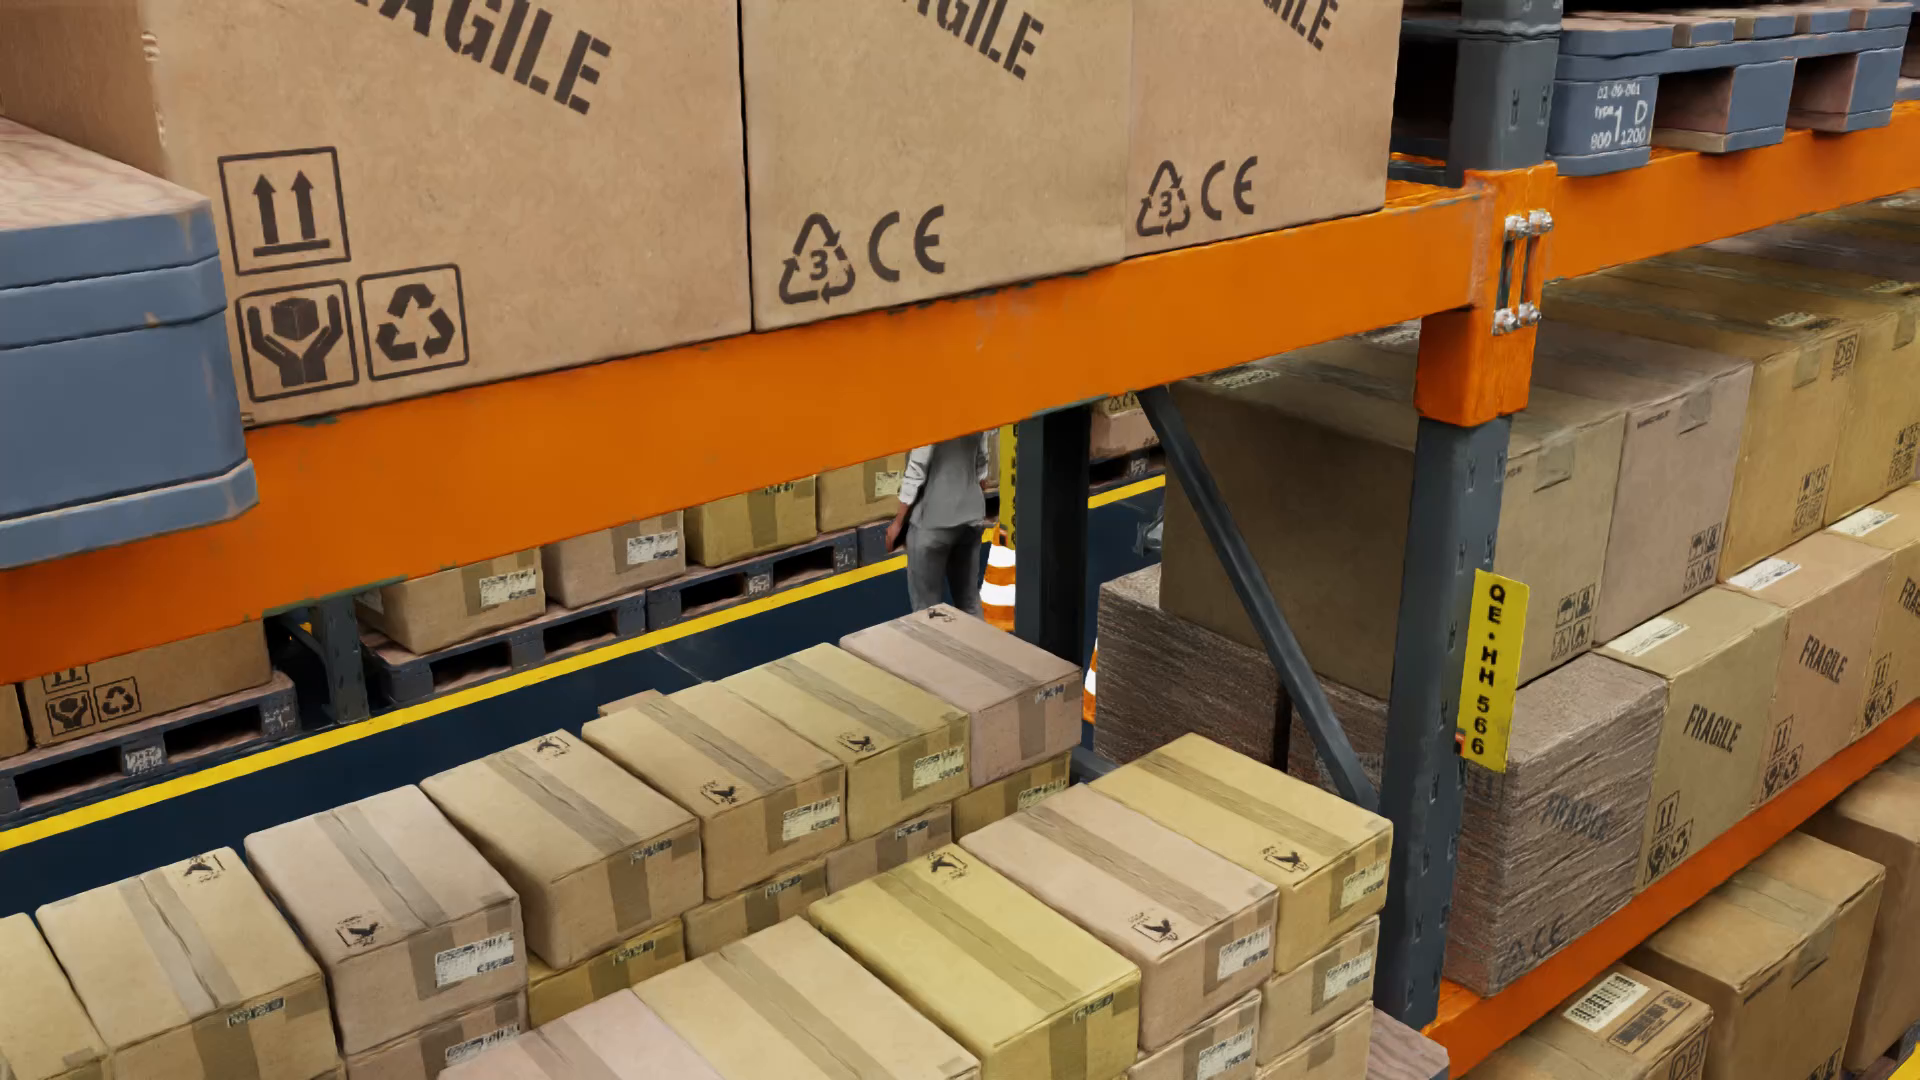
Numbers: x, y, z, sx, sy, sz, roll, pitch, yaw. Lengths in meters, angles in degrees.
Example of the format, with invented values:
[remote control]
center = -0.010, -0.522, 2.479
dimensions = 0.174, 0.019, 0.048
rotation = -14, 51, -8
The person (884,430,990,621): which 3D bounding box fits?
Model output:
[person]
center = -0.067, -0.070, 6.711
dimensions = 0.337, 1.605, 0.467
rotation = 18, 27, 38
